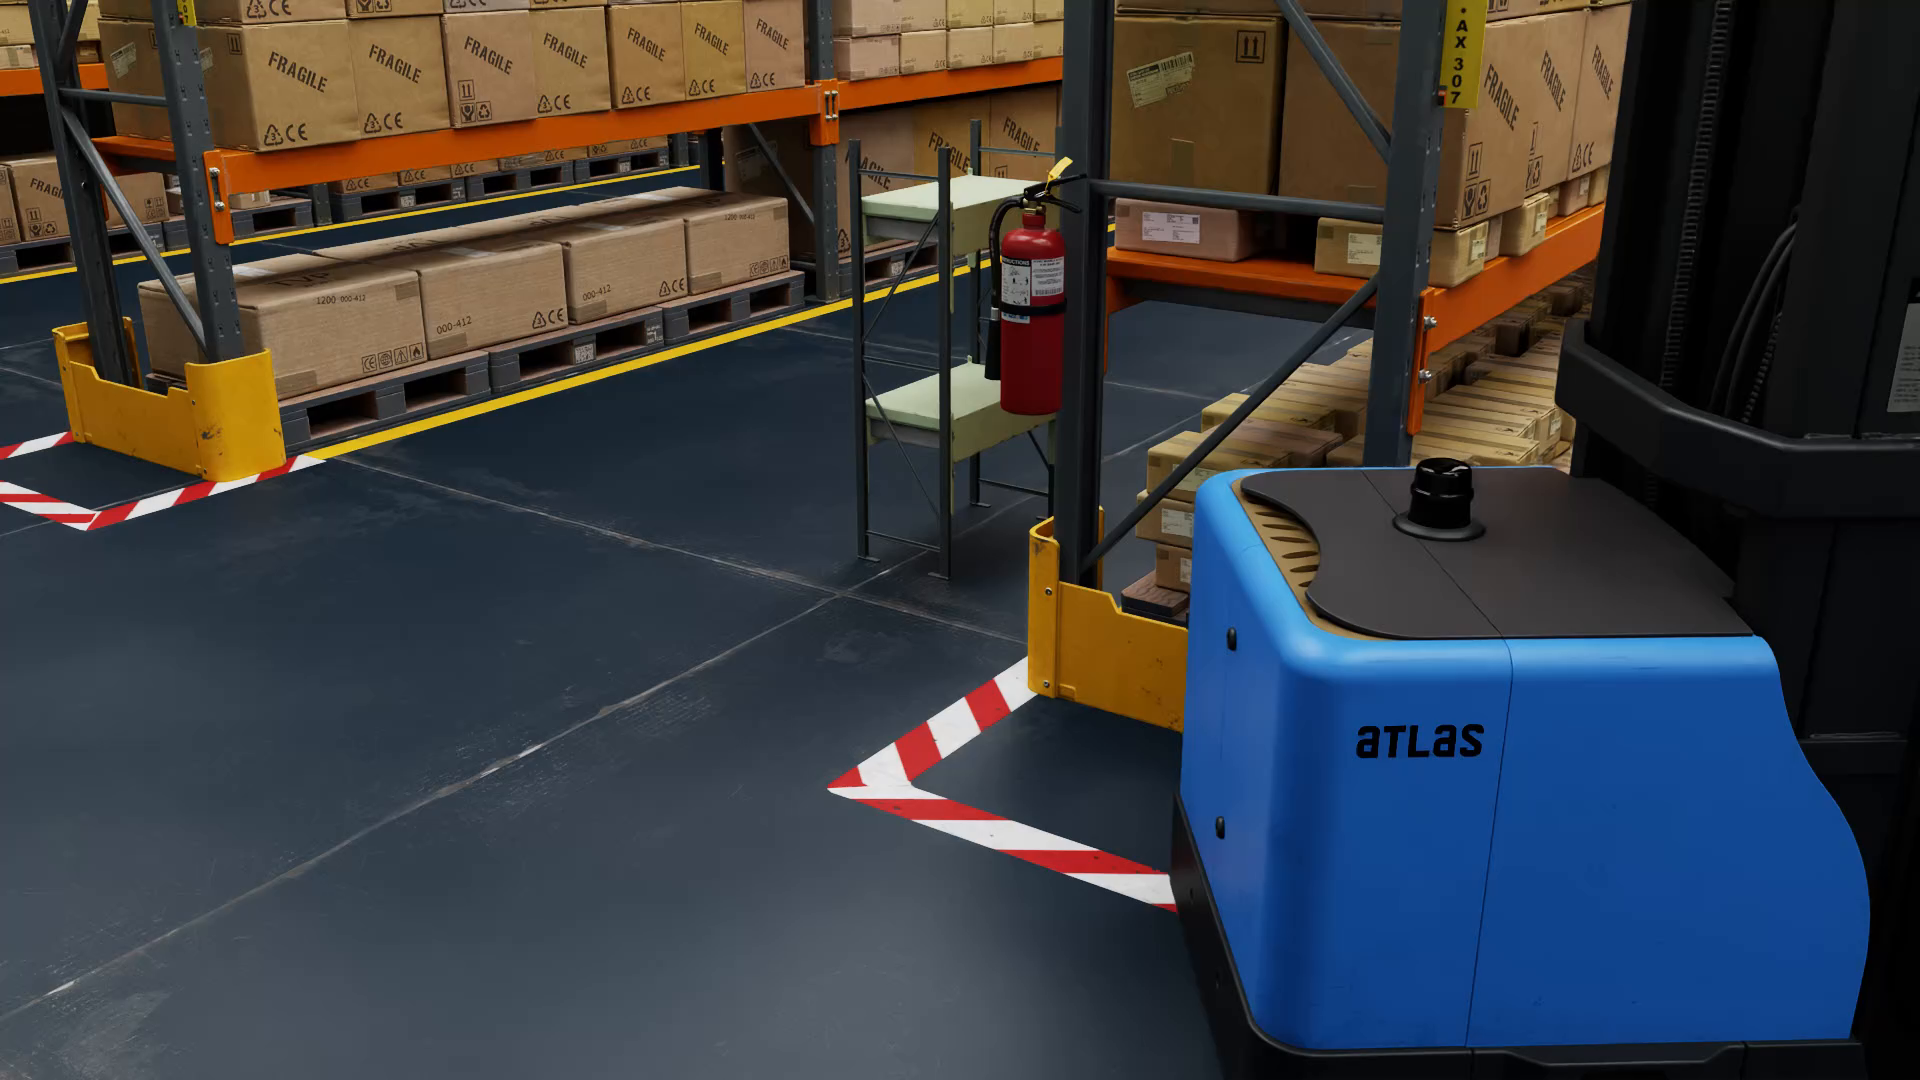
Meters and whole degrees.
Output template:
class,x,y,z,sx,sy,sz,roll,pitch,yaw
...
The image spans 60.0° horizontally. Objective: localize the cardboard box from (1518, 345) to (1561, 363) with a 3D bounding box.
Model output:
class,x,y,z,sx,sy,sz,roll,pitch,yaw
cardboard box,2.308,-0.615,6.250,0.380,0.149,0.250,12,24,30

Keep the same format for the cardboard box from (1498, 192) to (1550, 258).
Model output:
class,x,y,z,sx,sy,sz,roll,pitch,yaw
cardboard box,1.475,-0.929,4.814,0.380,0.149,0.250,12,24,30

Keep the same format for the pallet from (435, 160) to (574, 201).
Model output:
class,x,y,z,sx,sy,sz,roll,pitch,yaw
pallet,-4.181,-3.205,14.626,1.003,0.211,1.213,13,24,32

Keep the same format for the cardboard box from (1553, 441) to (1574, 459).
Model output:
class,x,y,z,sx,sy,sz,roll,pitch,yaw
cardboard box,2.072,-0.433,6.187,0.380,0.149,0.250,15,25,34

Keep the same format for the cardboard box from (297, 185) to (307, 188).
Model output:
class,x,y,z,sx,sy,sz,roll,pitch,yaw
cardboard box,-5.261,-3.144,13.439,0.500,0.500,0.500,13,24,32

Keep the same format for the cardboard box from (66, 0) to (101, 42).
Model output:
class,x,y,z,sx,sy,sz,roll,pitch,yaw
cardboard box,-5.938,-3.509,11.215,0.500,0.250,0.500,13,24,31

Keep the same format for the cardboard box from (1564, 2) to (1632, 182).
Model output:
class,x,y,z,sx,sy,sz,roll,pitch,yaw
cardboard box,1.763,-1.428,5.228,0.500,0.500,0.500,14,24,33

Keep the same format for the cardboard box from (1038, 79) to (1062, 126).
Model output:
class,x,y,z,sx,sy,sz,roll,pitch,yaw
cardboard box,0.606,-3.120,12.833,0.875,0.875,0.875,13,24,31

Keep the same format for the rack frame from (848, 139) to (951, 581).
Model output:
class,x,y,z,sx,sy,sz,roll,pitch,yaw
rack frame,-0.202,-0.600,5.726,0.400,1.500,0.023,13,24,32

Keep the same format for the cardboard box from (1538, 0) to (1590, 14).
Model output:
class,x,y,z,sx,sy,sz,roll,pitch,yaw
cardboard box,1.467,-1.748,4.653,0.500,0.500,0.500,14,25,33

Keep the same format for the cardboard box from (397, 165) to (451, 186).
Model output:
class,x,y,z,sx,sy,sz,roll,pitch,yaw
cardboard box,-4.543,-3.195,13.577,0.500,0.500,0.500,13,24,31

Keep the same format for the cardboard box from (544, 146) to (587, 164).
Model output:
class,x,y,z,sx,sy,sz,roll,pitch,yaw
cardboard box,-3.686,-3.638,14.773,0.500,0.500,0.500,15,25,34

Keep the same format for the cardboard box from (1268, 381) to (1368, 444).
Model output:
class,x,y,z,sx,sy,sz,roll,pitch,yaw
cardboard box,1.232,-0.432,5.755,0.380,0.149,0.250,12,24,30

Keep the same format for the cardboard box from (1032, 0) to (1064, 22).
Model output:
class,x,y,z,sx,sy,sz,roll,pitch,yaw
cardboard box,0.445,-3.778,11.652,0.500,0.250,0.500,13,24,30

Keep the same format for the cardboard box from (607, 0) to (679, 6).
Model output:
class,x,y,z,sx,sy,sz,roll,pitch,yaw
cardboard box,-1.792,-2.989,8.435,0.500,0.500,0.500,14,24,33

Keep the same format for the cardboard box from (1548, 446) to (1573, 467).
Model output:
class,x,y,z,sx,sy,sz,roll,pitch,yaw
cardboard box,2.135,-0.264,6.159,0.380,0.149,0.250,13,24,32

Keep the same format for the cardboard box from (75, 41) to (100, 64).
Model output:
class,x,y,z,sx,sy,sz,roll,pitch,yaw
cardboard box,-6.045,-3.303,11.233,0.380,0.149,0.250,14,24,33

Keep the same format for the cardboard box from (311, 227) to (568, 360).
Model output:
class,x,y,z,sx,sy,sz,roll,pitch,yaw
cardboard box,-2.638,-1.275,8.475,0.875,0.438,0.875,14,25,33

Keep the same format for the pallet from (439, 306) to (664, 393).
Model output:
class,x,y,z,sx,sy,sz,roll,pitch,yaw
pallet,-2.362,-1.092,8.912,1.003,0.211,1.213,13,24,32

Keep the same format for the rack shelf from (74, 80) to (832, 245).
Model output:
class,x,y,z,sx,sy,sz,roll,pitch,yaw
rack shelf,-2.309,-2.043,8.500,1.077,0.370,4.000,13,24,32

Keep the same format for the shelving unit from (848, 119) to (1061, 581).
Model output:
class,x,y,z,sx,sy,sz,roll,pitch,yaw
shelving unit,0.004,-0.705,6.010,0.431,1.500,0.755,13,24,32

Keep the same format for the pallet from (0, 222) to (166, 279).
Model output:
class,x,y,z,sx,sy,sz,roll,pitch,yaw
pallet,-6.364,-2.065,11.542,1.003,0.211,1.213,13,24,32

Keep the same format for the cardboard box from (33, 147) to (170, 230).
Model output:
class,x,y,z,sx,sy,sz,roll,pitch,yaw
cardboard box,-6.022,-2.490,11.671,0.700,0.500,0.500,12,24,30

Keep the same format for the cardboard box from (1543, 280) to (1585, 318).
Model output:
class,x,y,z,sx,sy,sz,roll,pitch,yaw
cardboard box,2.601,-1.098,7.556,0.380,0.149,0.250,14,25,34

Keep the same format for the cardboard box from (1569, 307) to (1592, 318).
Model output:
class,x,y,z,sx,sy,sz,roll,pitch,yaw
cardboard box,2.736,-0.850,6.885,0.380,0.149,0.250,13,24,31

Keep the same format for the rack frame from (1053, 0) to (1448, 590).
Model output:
class,x,y,z,sx,sy,sz,roll,pitch,yaw
rack frame,0.717,-0.870,4.293,1.000,3.000,0.127,13,24,32

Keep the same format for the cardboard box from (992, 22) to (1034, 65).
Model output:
class,x,y,z,sx,sy,sz,roll,pitch,yaw
cardboard box,0.160,-3.393,11.329,0.500,0.250,0.500,13,24,31

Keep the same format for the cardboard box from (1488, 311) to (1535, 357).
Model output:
class,x,y,z,sx,sy,sz,roll,pitch,yaw
cardboard box,2.168,-0.869,6.937,0.380,0.149,0.250,13,24,30

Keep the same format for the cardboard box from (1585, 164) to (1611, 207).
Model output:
class,x,y,z,sx,sy,sz,roll,pitch,yaw
cardboard box,2.005,-1.239,5.652,0.380,0.149,0.250,14,25,34

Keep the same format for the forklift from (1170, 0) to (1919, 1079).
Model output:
class,x,y,z,sx,sy,sz,roll,pitch,yaw
forklift,2.020,-0.376,3.057,3.031,2.935,1.130,-1,20,-2

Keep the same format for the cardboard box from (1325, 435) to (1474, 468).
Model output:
class,x,y,z,sx,sy,sz,roll,pitch,yaw
cardboard box,1.348,-0.195,5.116,0.380,0.149,0.250,14,24,33

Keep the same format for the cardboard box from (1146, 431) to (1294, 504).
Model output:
class,x,y,z,sx,sy,sz,roll,pitch,yaw
cardboard box,0.805,-0.210,5.155,0.380,0.149,0.250,14,24,32

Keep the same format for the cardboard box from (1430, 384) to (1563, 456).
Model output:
class,x,y,z,sx,sy,sz,roll,pitch,yaw
cardboard box,1.830,-0.408,5.690,0.380,0.149,0.250,14,25,34

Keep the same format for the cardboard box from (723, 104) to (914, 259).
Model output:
class,x,y,z,sx,sy,sz,roll,pitch,yaw
cardboard box,-0.903,-2.348,10.746,0.875,0.875,0.875,14,25,33

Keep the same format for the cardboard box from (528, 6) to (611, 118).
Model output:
class,x,y,z,sx,sy,sz,roll,pitch,yaw
cardboard box,-2.096,-2.375,8.217,0.500,0.500,0.500,14,25,34

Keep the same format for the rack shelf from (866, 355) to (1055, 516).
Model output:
class,x,y,z,sx,sy,sz,roll,pitch,yaw
rack shelf,0.004,-0.400,6.123,0.431,0.370,0.720,13,24,32

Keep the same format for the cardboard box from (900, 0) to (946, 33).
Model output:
class,x,y,z,sx,sy,sz,roll,pitch,yaw
cardboard box,-0.435,-3.344,10.478,0.500,0.250,0.500,14,24,33

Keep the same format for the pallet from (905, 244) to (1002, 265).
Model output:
class,x,y,z,sx,sy,sz,roll,pitch,yaw
pallet,-0.129,-2.234,11.999,1.003,0.211,1.213,13,24,32

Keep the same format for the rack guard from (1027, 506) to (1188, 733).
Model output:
class,x,y,z,sx,sy,sz,roll,pitch,yaw
rack guard,0.760,0.281,4.785,1.175,0.500,0.348,13,24,32

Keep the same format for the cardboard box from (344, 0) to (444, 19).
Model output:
class,x,y,z,sx,sy,sz,roll,pitch,yaw
cardboard box,-2.644,-2.554,7.260,0.500,0.500,0.500,13,24,30

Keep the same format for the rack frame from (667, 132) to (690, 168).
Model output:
class,x,y,z,sx,sy,sz,roll,pitch,yaw
rack frame,-3.044,-5.068,15.644,1.000,3.000,0.127,13,24,32

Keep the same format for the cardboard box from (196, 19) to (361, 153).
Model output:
class,x,y,z,sx,sy,sz,roll,pitch,yaw
cardboard box,-2.926,-1.935,7.028,0.500,0.500,0.500,13,24,31

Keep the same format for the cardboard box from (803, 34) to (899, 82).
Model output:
class,x,y,z,sx,sy,sz,roll,pitch,yaw
cardboard box,-0.719,-2.958,10.155,0.500,0.250,0.500,13,24,31

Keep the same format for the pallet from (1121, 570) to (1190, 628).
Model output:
class,x,y,z,sx,sy,sz,roll,pitch,yaw
pallet,1.246,0.190,5.447,1.003,0.211,1.213,13,24,32

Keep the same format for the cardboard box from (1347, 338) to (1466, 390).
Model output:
class,x,y,z,sx,sy,sz,roll,pitch,yaw
cardboard box,1.701,-0.655,6.357,0.380,0.149,0.250,13,24,32

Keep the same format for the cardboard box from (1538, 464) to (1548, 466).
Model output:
class,x,y,z,sx,sy,sz,roll,pitch,yaw
cardboard box,1.723,-0.177,5.495,0.380,0.149,0.250,14,25,33

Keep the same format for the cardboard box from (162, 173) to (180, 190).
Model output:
class,x,y,z,sx,sy,sz,roll,pitch,yaw
cardboard box,-5.859,-2.713,12.547,0.500,0.311,0.500,14,25,34

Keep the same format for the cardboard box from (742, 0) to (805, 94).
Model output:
class,x,y,z,sx,sy,sz,roll,pitch,yaw
cardboard box,-1.234,-2.818,9.415,0.500,0.500,0.500,14,24,32
